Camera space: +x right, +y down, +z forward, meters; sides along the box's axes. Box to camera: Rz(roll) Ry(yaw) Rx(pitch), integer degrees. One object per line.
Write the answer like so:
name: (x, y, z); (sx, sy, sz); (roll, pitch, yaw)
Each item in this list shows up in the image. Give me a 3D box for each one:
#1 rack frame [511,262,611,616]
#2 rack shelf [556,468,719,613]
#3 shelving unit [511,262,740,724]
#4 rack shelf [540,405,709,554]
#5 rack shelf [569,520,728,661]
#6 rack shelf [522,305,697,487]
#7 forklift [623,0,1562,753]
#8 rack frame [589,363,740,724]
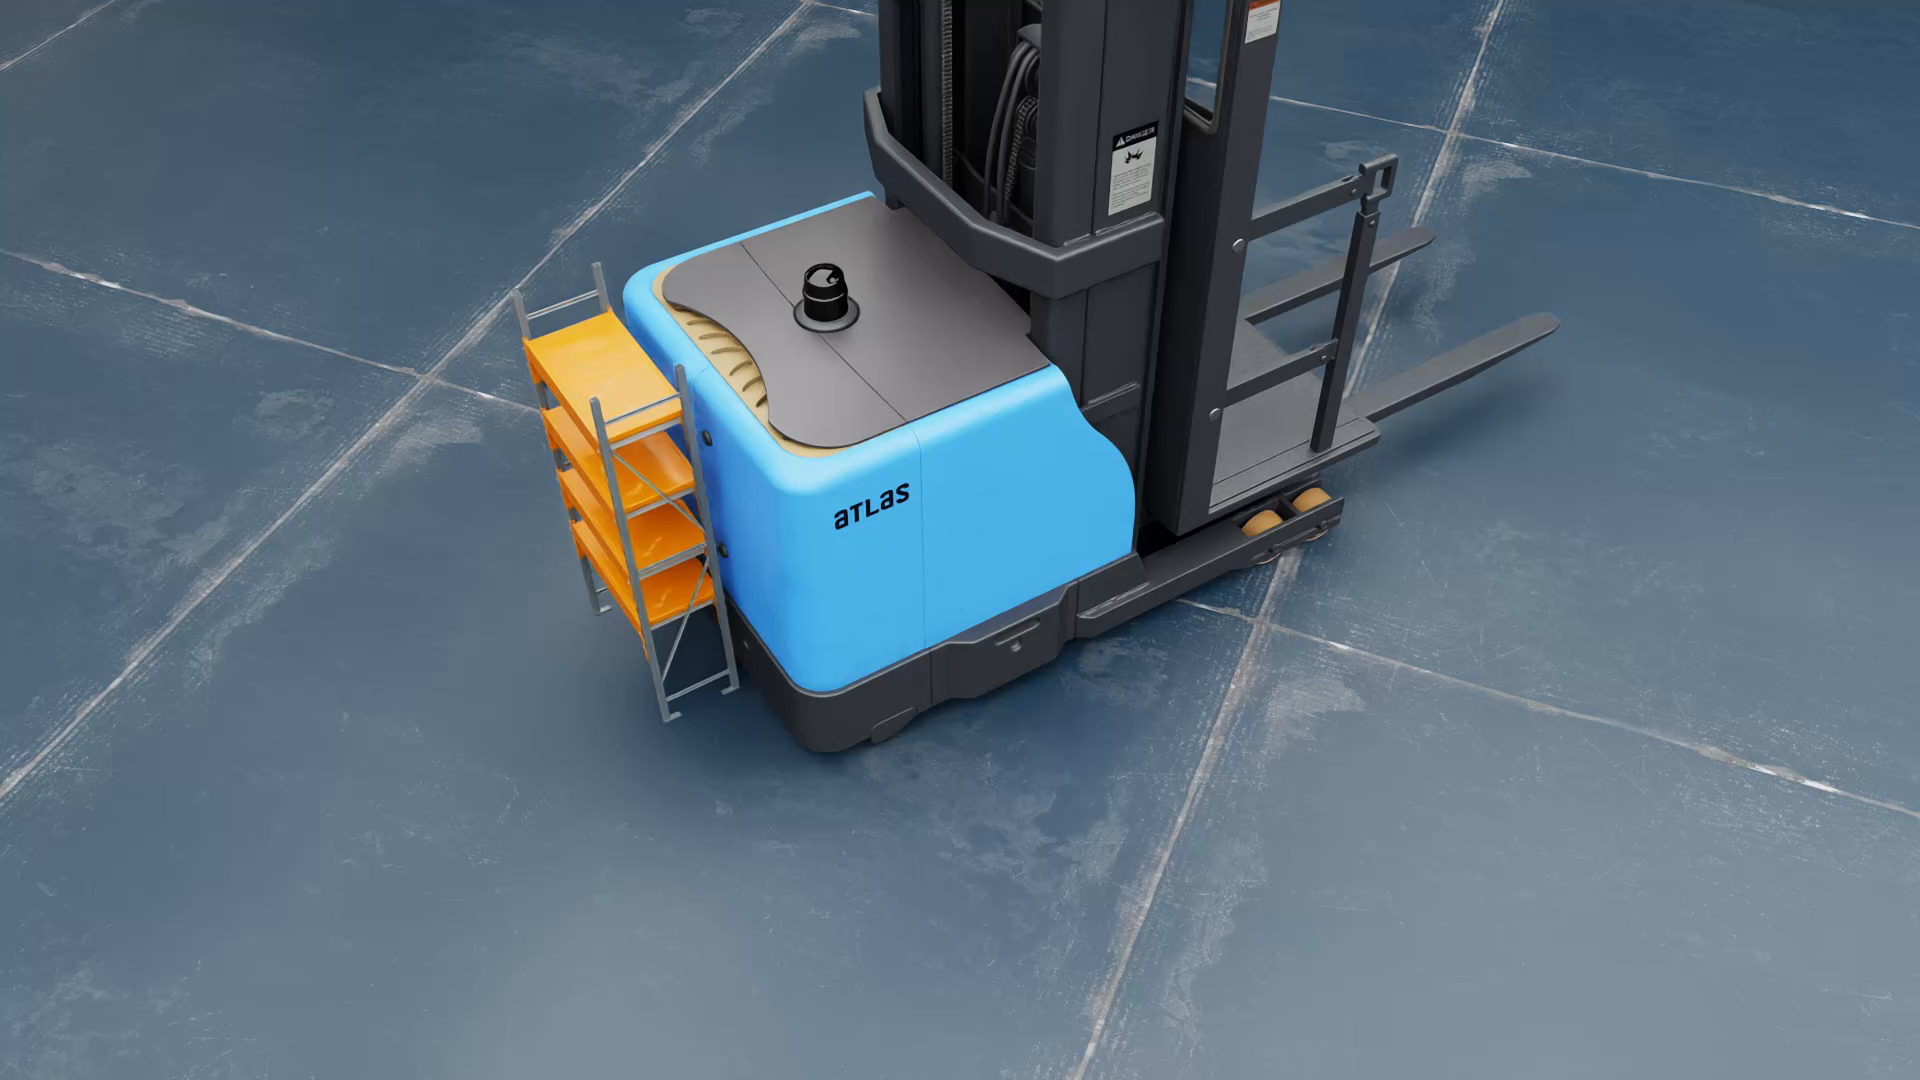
rack frame: (-1.013, -0.241, 4.638); (0.240, 1.200, 0.015); (-25, 50, -21)
rack shelf: (-0.881, -0.049, 4.540); (0.258, 0.148, 0.480); (-25, 50, -21)
shelving unit: (-0.882, -0.096, 4.492); (0.258, 1.200, 0.503); (-25, 50, -21)
rack shelf: (-0.885, -0.206, 4.381); (0.258, 0.148, 0.480); (-25, 50, -21)
rack shelf: (-0.878, 0.091, 4.681); (0.258, 0.148, 0.480); (-25, 50, -21)
rack shelf: (-0.889, -0.372, 4.212); (0.258, 0.148, 0.480); (-25, 50, -21)
forklift: (0.602, -1.258, 4.436); (3.031, 2.935, 1.130); (-24, 50, -22)
rack frame: (-0.752, 0.049, 4.346); (0.240, 1.200, 0.015); (-25, 50, -21)
